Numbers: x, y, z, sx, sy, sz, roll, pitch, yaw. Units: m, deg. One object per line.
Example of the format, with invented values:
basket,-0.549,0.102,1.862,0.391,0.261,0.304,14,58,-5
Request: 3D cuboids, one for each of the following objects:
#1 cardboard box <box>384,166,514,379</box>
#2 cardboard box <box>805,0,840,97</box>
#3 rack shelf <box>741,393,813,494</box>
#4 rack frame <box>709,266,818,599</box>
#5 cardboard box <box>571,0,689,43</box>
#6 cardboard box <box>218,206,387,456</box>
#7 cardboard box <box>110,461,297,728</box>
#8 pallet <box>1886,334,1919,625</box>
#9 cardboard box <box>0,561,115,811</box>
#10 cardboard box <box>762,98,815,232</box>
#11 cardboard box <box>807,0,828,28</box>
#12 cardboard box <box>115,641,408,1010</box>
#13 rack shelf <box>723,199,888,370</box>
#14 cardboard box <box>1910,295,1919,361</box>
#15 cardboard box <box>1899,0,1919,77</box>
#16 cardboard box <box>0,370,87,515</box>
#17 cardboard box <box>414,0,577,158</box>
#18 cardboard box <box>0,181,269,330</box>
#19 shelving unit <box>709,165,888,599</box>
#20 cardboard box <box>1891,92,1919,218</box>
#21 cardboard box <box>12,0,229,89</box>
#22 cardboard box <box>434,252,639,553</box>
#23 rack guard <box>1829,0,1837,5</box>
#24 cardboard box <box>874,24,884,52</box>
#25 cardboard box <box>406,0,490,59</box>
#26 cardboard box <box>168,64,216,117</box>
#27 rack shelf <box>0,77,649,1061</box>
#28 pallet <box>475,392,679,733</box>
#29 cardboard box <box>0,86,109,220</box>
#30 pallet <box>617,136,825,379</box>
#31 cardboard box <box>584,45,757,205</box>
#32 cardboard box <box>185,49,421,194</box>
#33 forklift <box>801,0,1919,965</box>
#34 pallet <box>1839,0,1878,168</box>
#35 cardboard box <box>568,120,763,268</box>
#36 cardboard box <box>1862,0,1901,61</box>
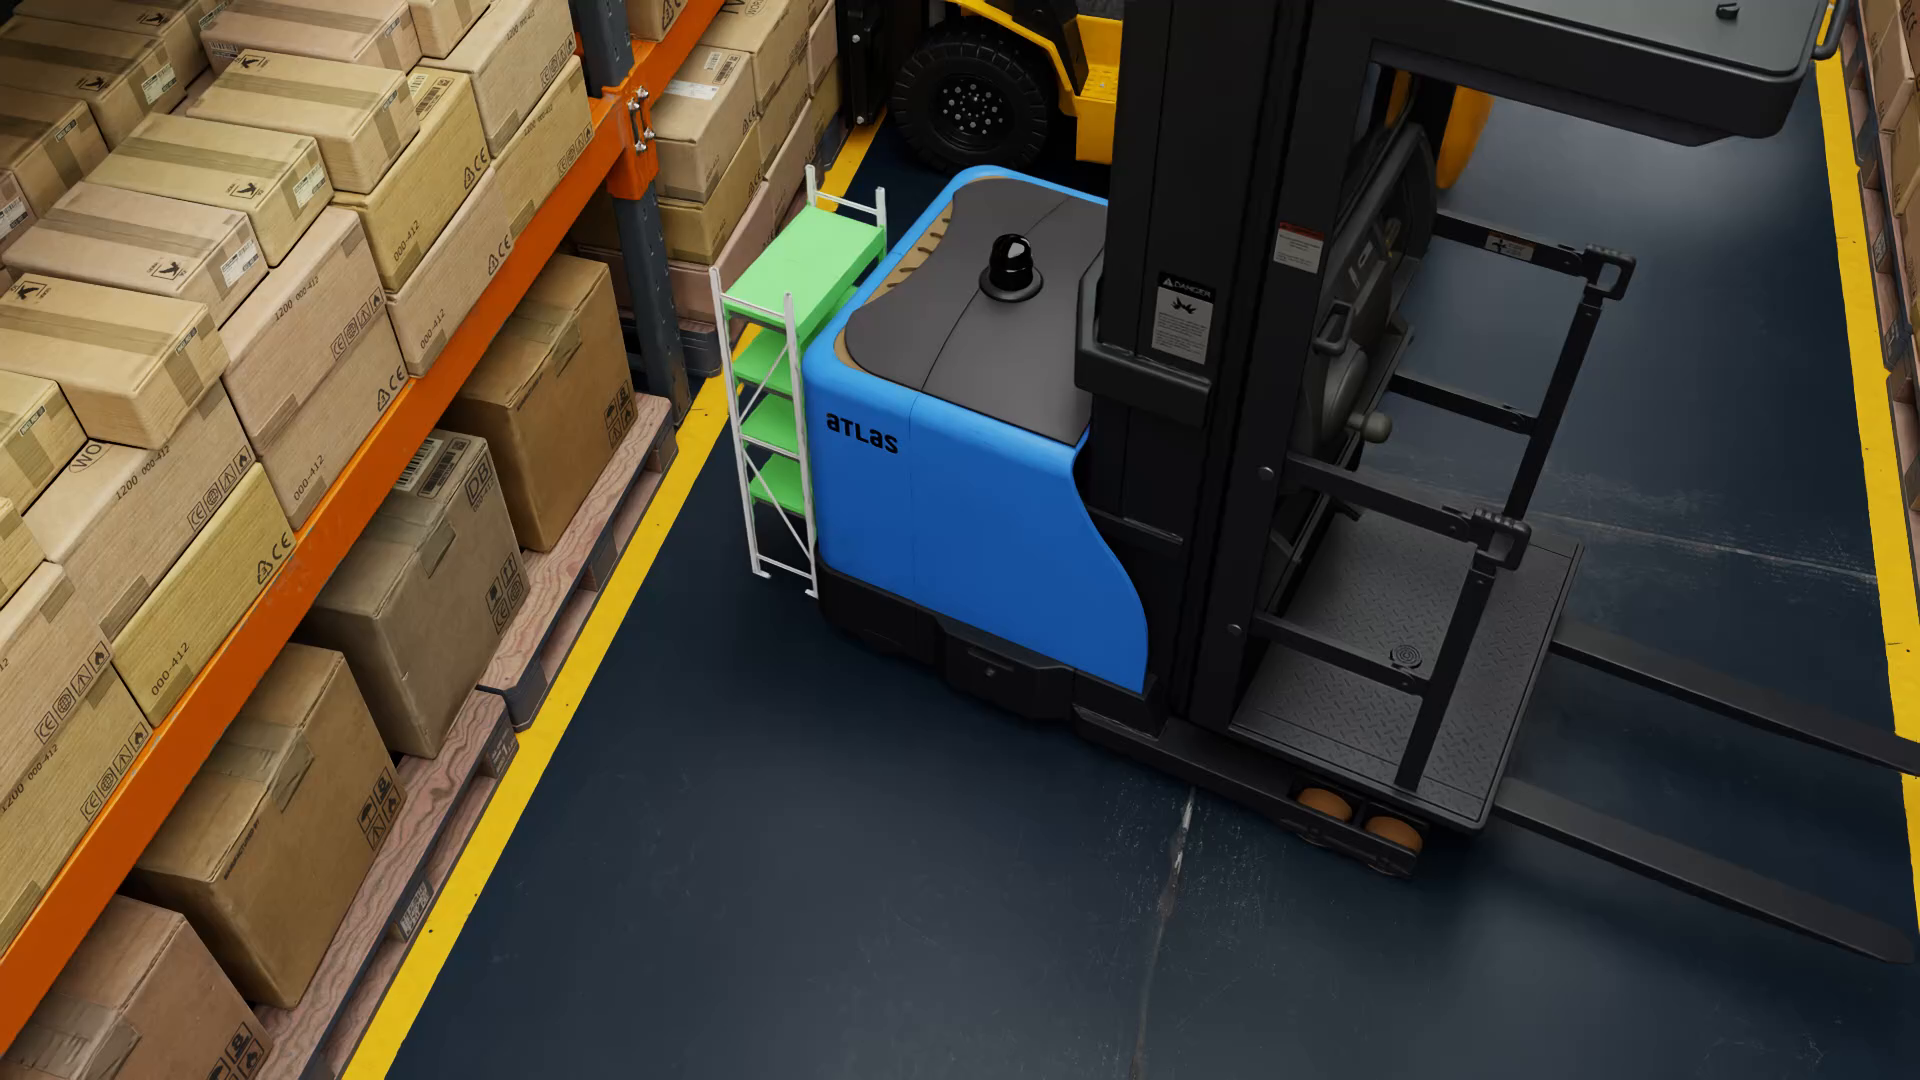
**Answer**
cardboard box,-1.416,-0.679,3.948,0.500,0.250,0.500,11,50,10
cardboard box,-0.710,-1.919,6.163,0.500,0.250,0.500,11,50,10
rack shelf,-0.423,-0.381,4.872,0.258,0.148,0.480,21,52,17
rack frame,-0.533,-0.260,4.680,0.240,1.200,0.015,21,52,17
cardboard box,-1.040,-1.812,4.782,0.500,0.500,0.500,10,49,9
cardboard box,-1.560,-0.477,3.437,0.500,0.250,0.500,12,50,11
cardboard box,-1.705,0.049,3.306,0.500,0.250,0.500,13,50,11
pallet,3.524,-0.102,5.200,1.003,0.211,1.213,12,50,10
cardboard box,-1.821,0.259,2.788,0.500,0.250,0.500,10,49,9
cardboard box,-0.843,-1.393,6.033,0.500,0.250,0.500,11,49,9
cardboard box,-0.715,-2.087,5.978,0.500,0.250,0.500,13,50,11
cardboard box,-1.943,0.621,4.005,0.875,0.625,0.625,10,49,8
rack shelf,-0.423,-0.699,4.512,0.258,0.148,0.480,21,52,17
cardboard box,3.408,-0.629,5.359,0.500,0.250,0.500,10,49,9
cardboard box,3.815,-1.978,6.048,0.500,0.500,0.500,10,49,9
cardboard box,-1.789,-0.179,2.908,0.380,0.149,0.250,12,50,10
cardboard box,-1.291,-1.219,4.092,0.500,0.250,0.500,11,49,9
cardboard box,-1.592,-0.536,3.223,0.380,0.149,0.250,12,50,10
shelving unit,-0.423,-0.424,4.824,0.258,1.200,0.503,21,52,17
cardboard box,3.682,-1.361,6.004,0.500,0.250,0.500,15,50,13
cardboard box,-1.896,-1.181,3.792,0.380,0.149,0.250,11,50,10
cardboard box,-1.535,-0.483,4.979,0.875,0.625,0.625,14,50,12
rack guard,4.414,-2.544,7.161,1.175,0.500,0.348,12,50,10
cardboard box,-0.570,-2.131,6.684,0.500,0.250,0.500,13,50,11
cardboard box,-1.335,-1.276,3.876,0.380,0.149,0.250,11,49,9
cardboard box,-1.932,-0.947,3.852,0.500,0.250,0.500,11,50,10
rack shelf,-1.935,0.175,3.574,1.077,0.370,4.000,12,50,10
pallet,-1.565,-0.046,5.150,1.003,0.211,1.213,12,50,10
cardboard box,-2.033,-0.817,3.471,0.380,0.149,0.250,12,50,10
pallet,-1.159,-1.153,6.127,1.003,0.211,1.213,12,50,10
cardboard box,-0.979,-1.357,5.334,0.500,0.250,0.500,11,49,9
cardboard box,-1.391,-0.893,3.538,0.380,0.149,0.250,10,49,9
forklift,1.125,-0.533,3.766,3.031,2.935,1.130,21,52,18
pallet,4.166,-1.867,6.757,1.003,0.211,1.213,12,50,10
cardboard box,-0.984,-1.193,5.522,0.500,0.250,0.500,11,50,10
cardboard box,3.955,-2.126,6.679,0.500,0.250,0.500,11,50,10
